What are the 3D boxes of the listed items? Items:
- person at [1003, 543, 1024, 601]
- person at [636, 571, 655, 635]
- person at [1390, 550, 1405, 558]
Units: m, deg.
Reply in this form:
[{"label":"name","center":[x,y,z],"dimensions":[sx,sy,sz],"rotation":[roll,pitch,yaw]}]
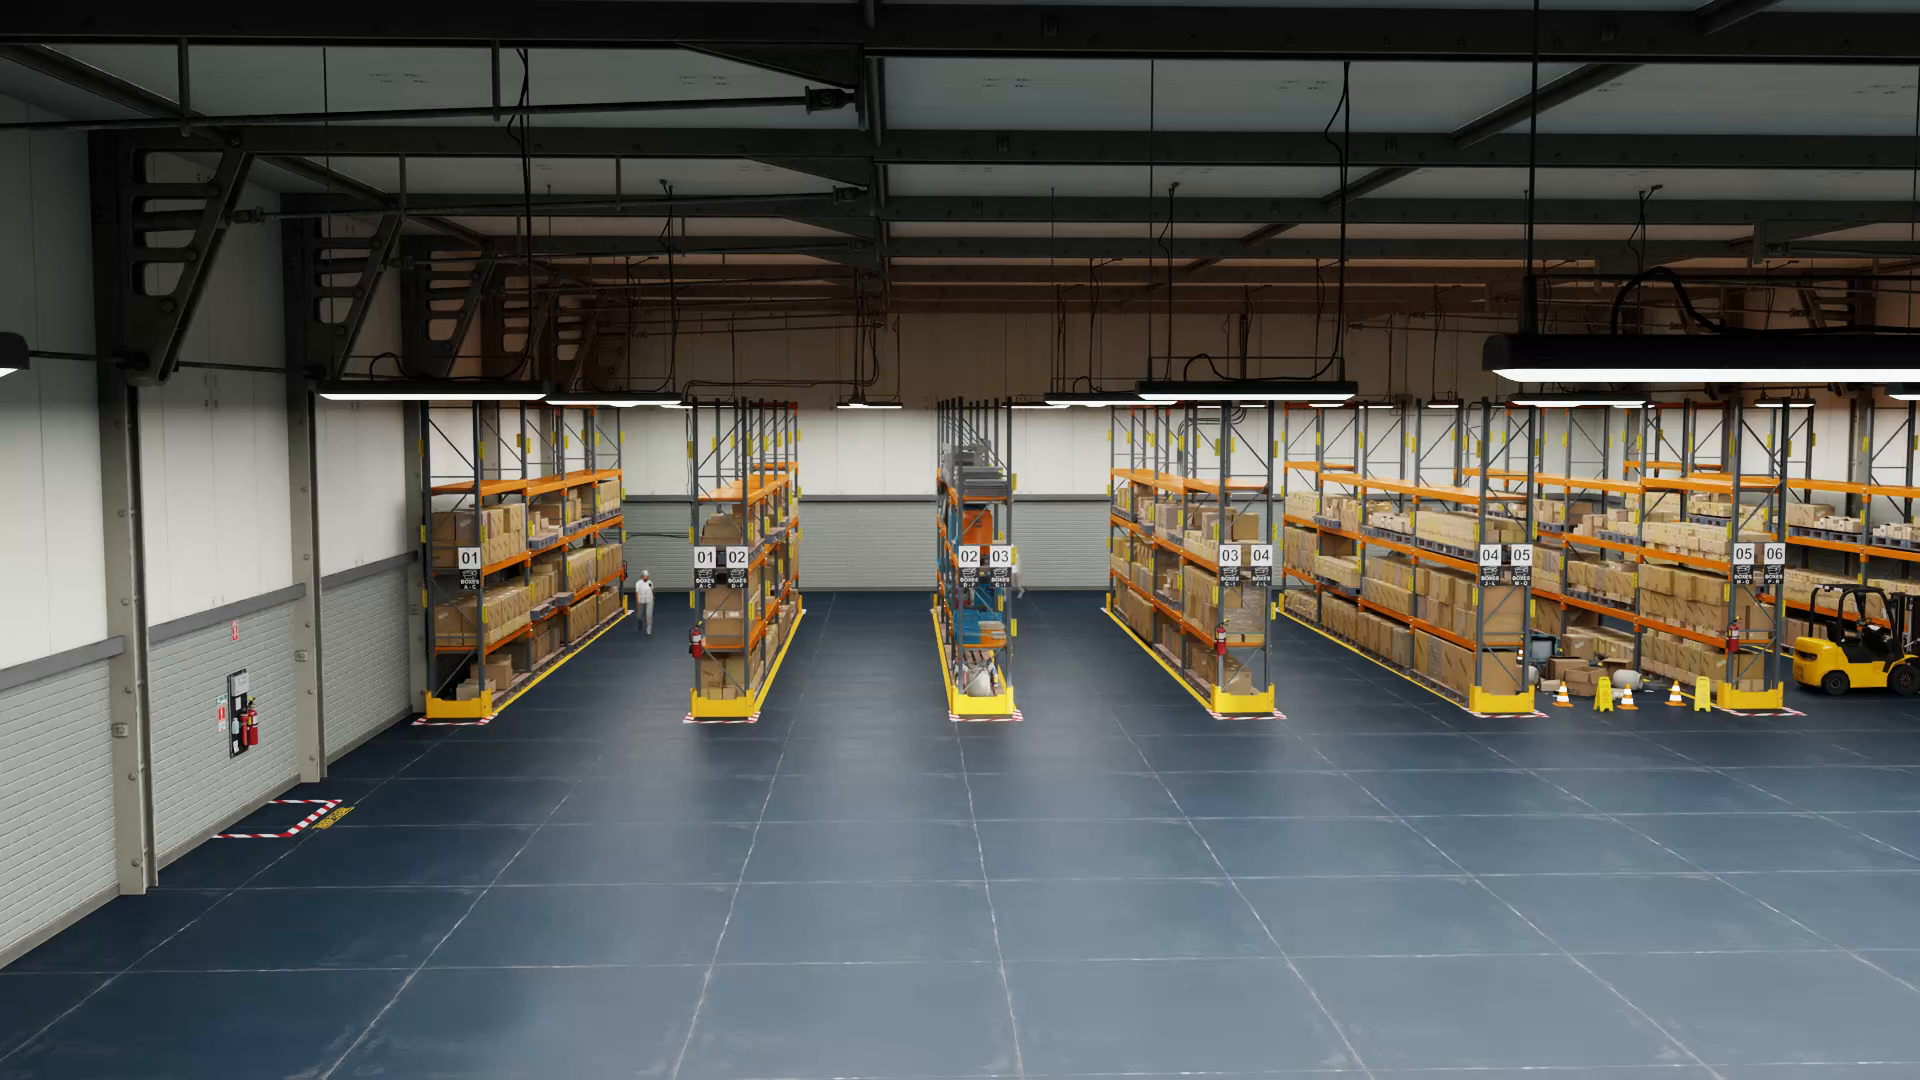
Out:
[{"label":"person","center":[1.552,0.969,50.253],"dimensions":[0.553,1.758,0.829],"rotation":[3,5,32]},{"label":"person","center":[-8.068,1.598,42.697],"dimensions":[0.489,1.632,0.665],"rotation":[0,4,-6]},{"label":"person","center":[13.218,0.920,50.572],"dimensions":[0.512,1.790,0.570],"rotation":[-2,5,-22]}]
